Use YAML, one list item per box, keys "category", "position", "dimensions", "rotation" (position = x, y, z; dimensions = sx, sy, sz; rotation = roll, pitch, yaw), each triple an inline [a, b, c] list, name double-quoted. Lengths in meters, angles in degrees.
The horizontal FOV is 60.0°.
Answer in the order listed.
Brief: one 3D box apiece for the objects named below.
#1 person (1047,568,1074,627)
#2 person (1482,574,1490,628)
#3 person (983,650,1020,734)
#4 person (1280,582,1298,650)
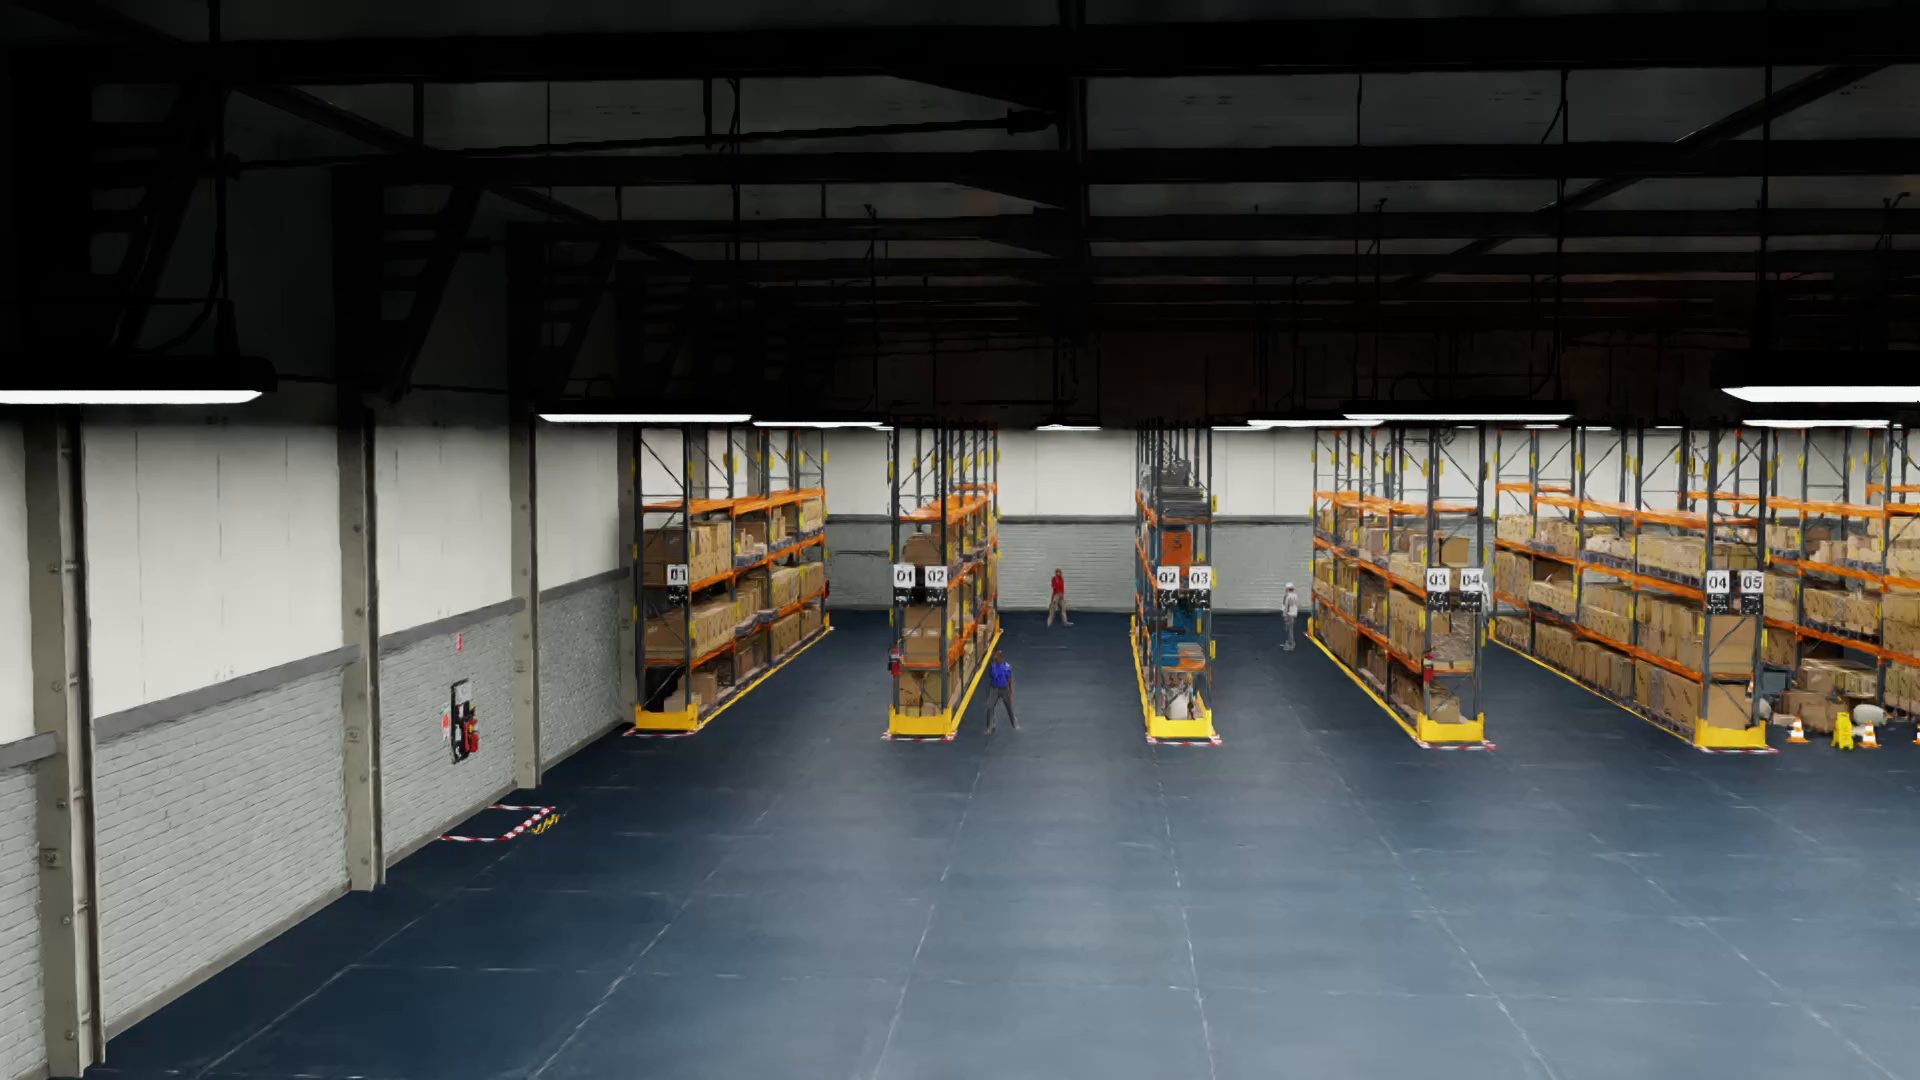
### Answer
- category: "person"
  position: [2.900, 1.675, 48.702]
  dimensions: [0.584, 1.719, 0.772]
  rotation: [3, 5, 42]
- category: "person"
  position: [15.043, 1.769, 47.889]
  dimensions: [0.533, 1.672, 0.517]
  rotation: [3, 5, 42]
- category: "person"
  position: [0.801, 2.860, 31.570]
  dimensions: [0.497, 1.592, 0.938]
  rotation: [2, 4, 24]
- category: "person"
  position: [8.610, 1.976, 43.652]
  dimensions: [0.494, 1.775, 0.578]
  rotation: [3, 5, 35]
